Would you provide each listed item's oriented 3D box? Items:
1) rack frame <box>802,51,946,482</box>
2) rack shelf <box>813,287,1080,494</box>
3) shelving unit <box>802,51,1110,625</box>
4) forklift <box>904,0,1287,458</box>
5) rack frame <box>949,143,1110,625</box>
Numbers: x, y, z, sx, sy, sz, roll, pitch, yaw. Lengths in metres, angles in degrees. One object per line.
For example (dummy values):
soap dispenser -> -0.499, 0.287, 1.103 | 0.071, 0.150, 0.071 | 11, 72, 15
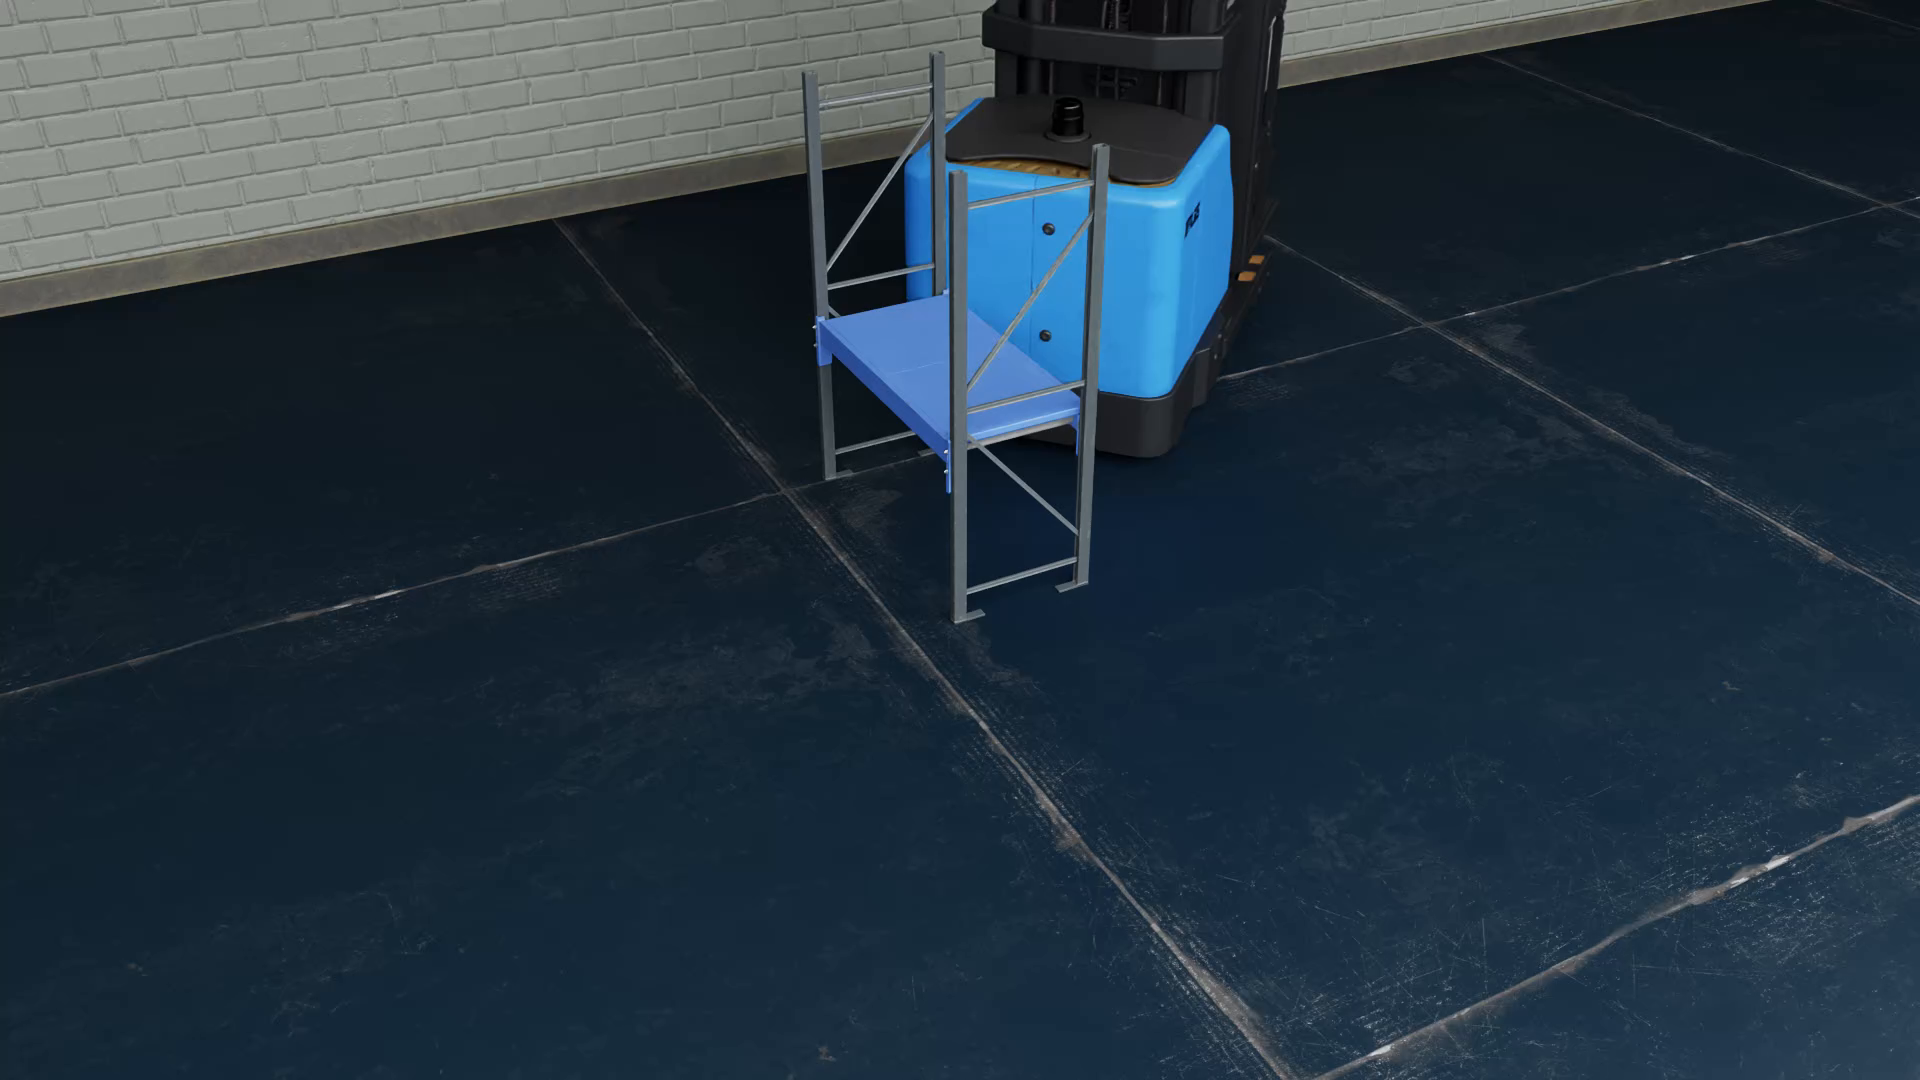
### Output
rack frame -> -0.277, -0.915, 5.788 | 0.500, 1.500, 0.032 | -16, 36, -23
rack shelf -> -0.040, -0.521, 5.506 | 0.538, 0.185, 1.000 | -16, 36, -23
shelving unit -> -0.040, -0.672, 5.409 | 0.538, 1.500, 1.048 | -16, 36, -23
forklift -> 0.764, -2.321, 6.656 | 1.130, 2.935, 3.031 | 11, 34, 17
rack frame -> 0.197, -0.430, 5.030 | 0.500, 1.500, 0.032 | -16, 36, -23
